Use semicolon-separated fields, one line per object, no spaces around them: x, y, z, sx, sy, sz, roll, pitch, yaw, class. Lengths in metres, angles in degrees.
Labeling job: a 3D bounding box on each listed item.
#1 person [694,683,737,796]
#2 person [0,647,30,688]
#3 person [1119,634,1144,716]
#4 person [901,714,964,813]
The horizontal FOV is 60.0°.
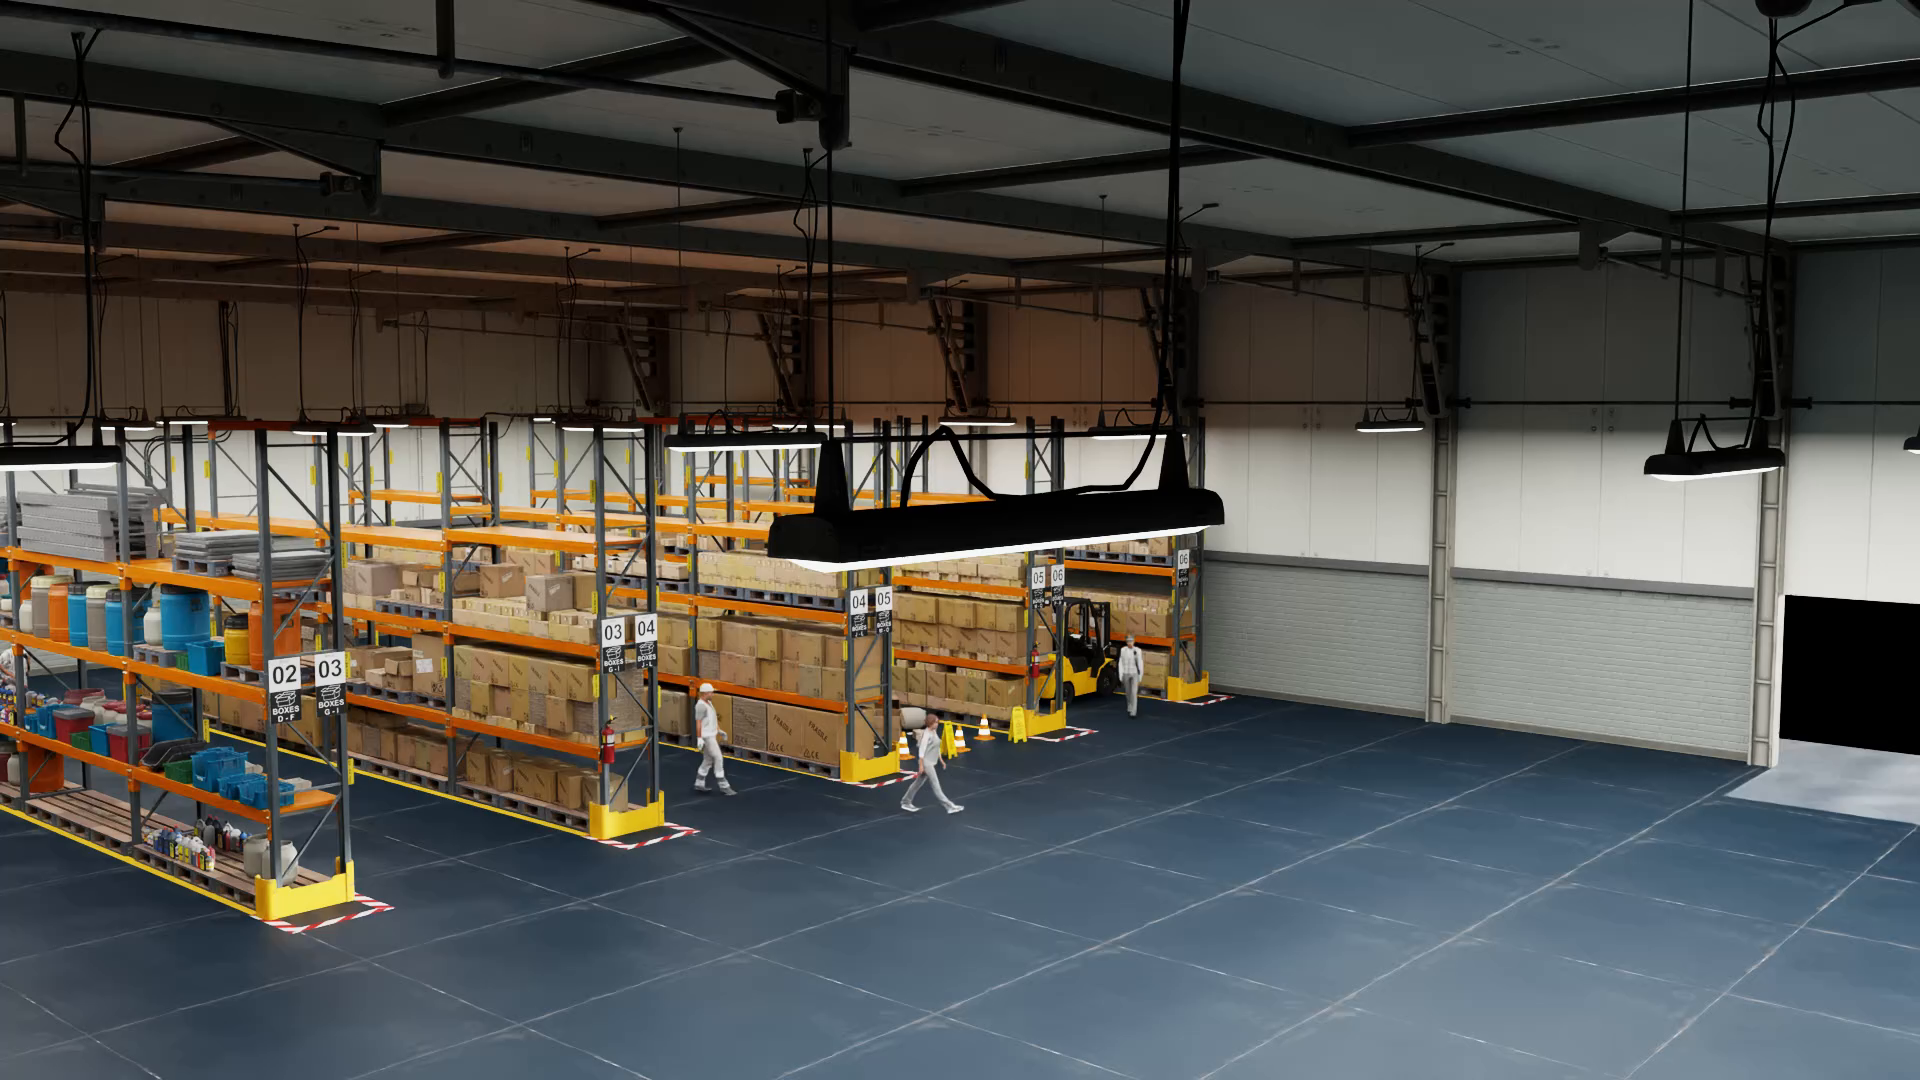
-3.956;3.211;26.924;0.756;1.790;0.558;0;5;4;person
-18.922;2.732;33.290;0.614;1.680;0.734;-4;6;-38;person
3.449;2.719;33.634;0.477;1.645;0.840;2;5;24;person
-0.420;3.423;25.475;1.021;1.533;0.430;1;5;8;person
